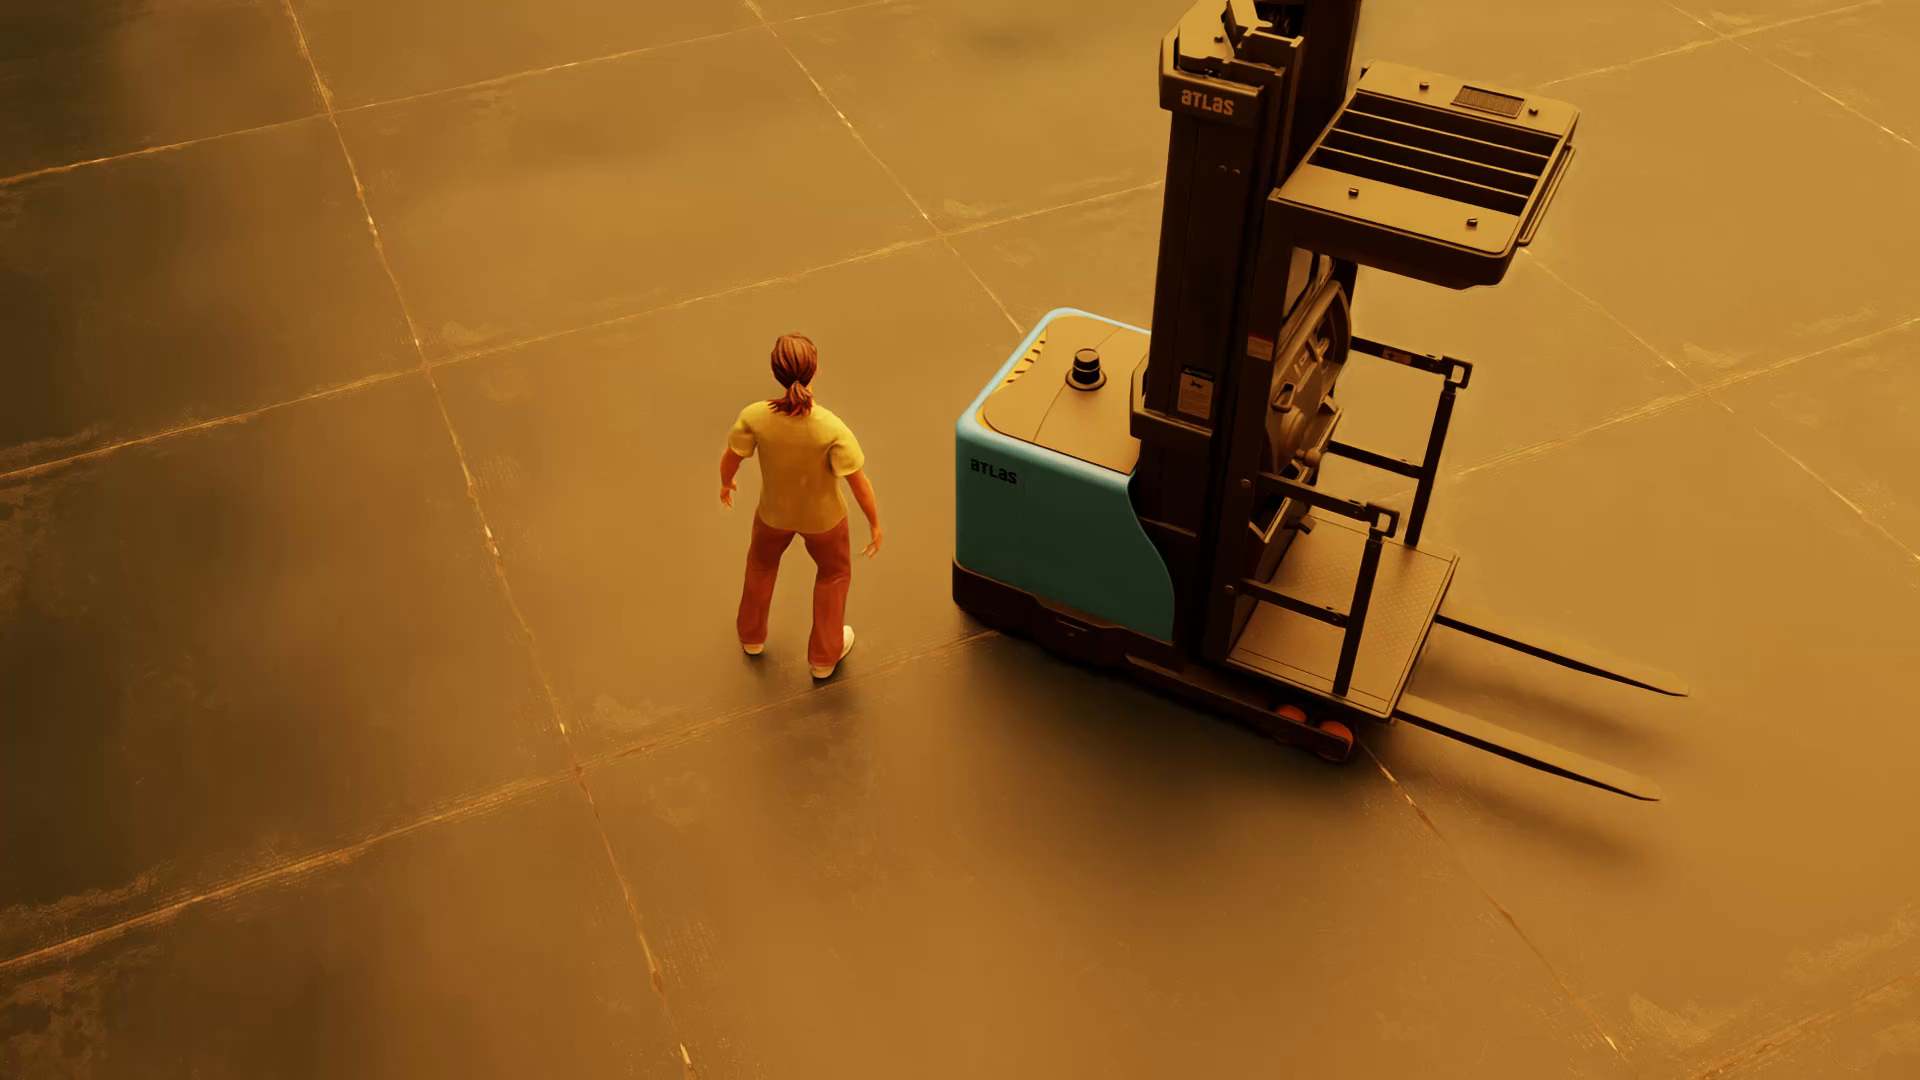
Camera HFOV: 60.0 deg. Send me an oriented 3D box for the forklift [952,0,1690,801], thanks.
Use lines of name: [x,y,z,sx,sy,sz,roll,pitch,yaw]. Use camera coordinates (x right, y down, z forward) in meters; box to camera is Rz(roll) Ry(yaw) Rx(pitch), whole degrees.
forklift: [1.513,-0.582,6.304,3.031,2.935,1.130,20,46,20]

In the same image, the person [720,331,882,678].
person: [-0.657,-0.132,6.764,0.721,1.650,0.377,7,44,8]
